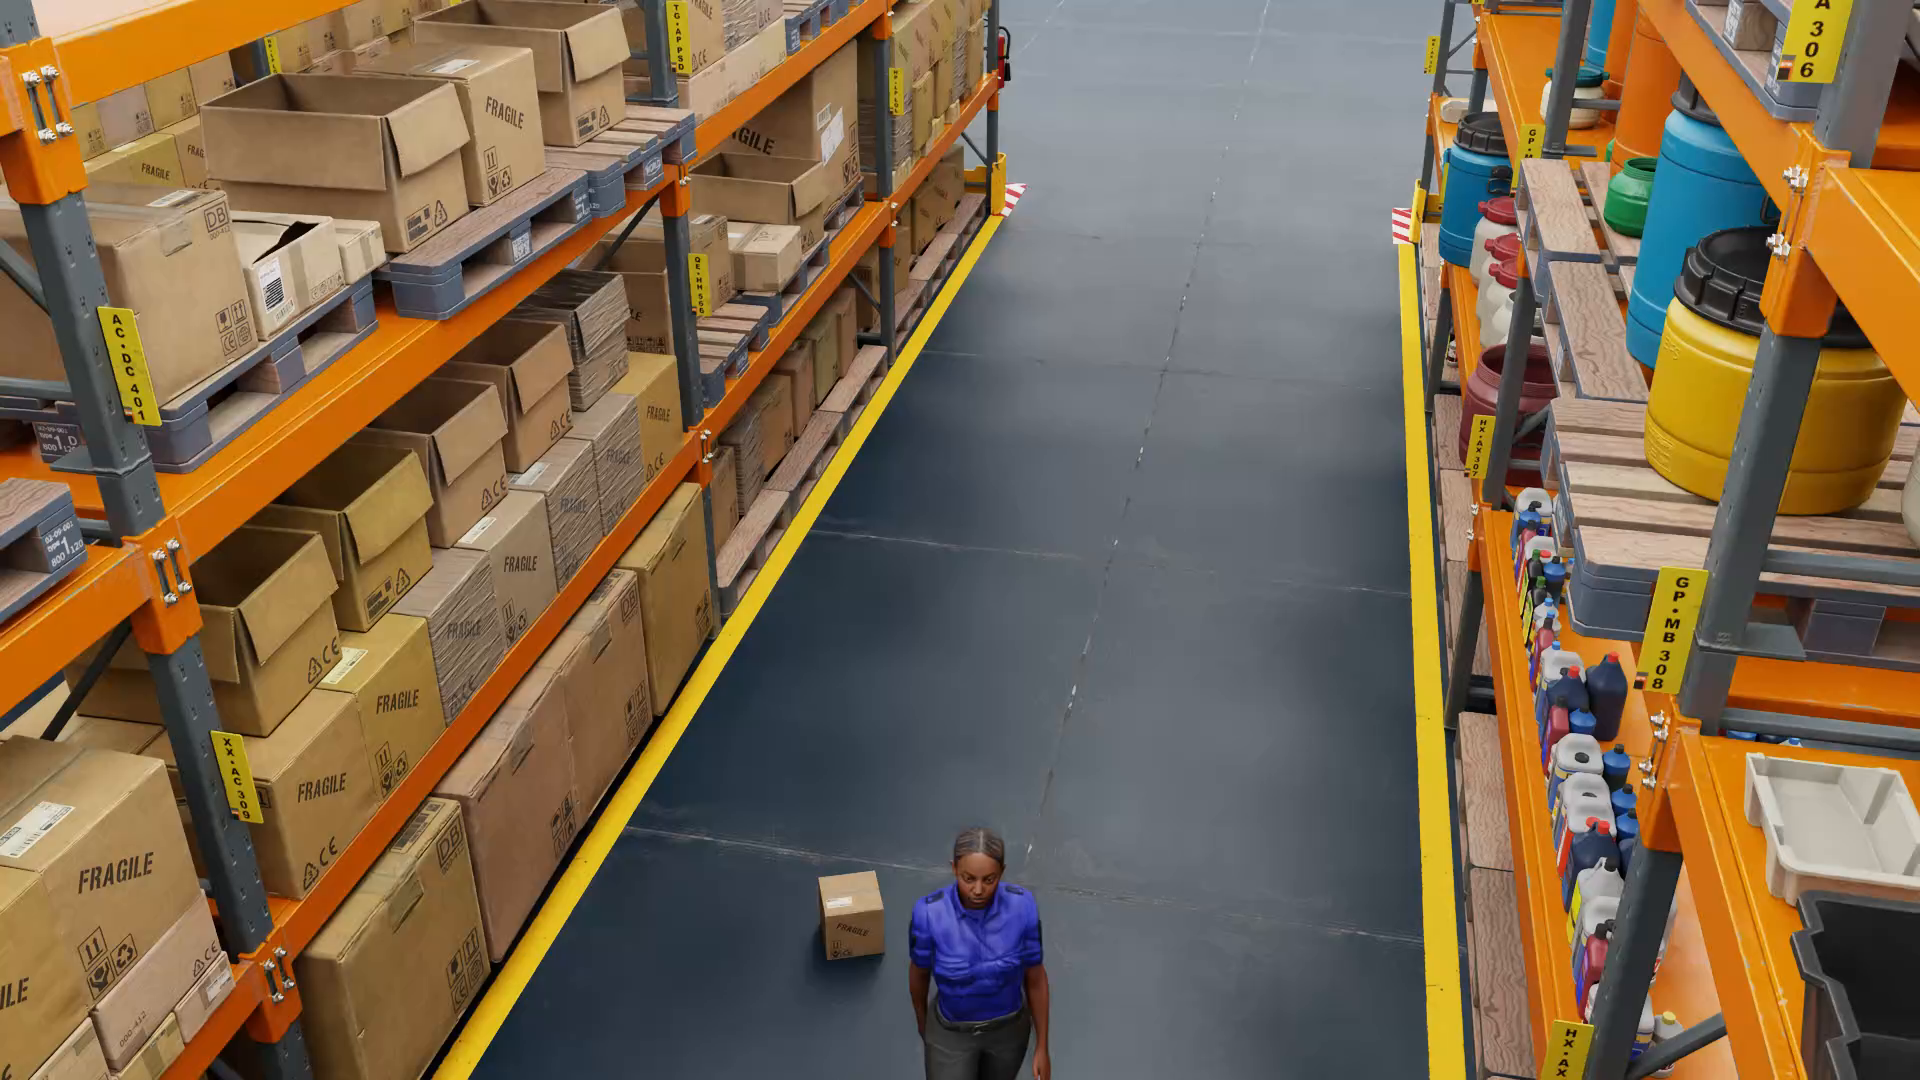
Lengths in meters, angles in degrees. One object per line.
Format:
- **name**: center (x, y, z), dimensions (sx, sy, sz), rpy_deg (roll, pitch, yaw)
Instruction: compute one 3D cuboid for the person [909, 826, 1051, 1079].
- **person**: center (0.076, 1.707, 5.569), dimensions (0.443, 1.716, 0.627), rpy_deg (-6, 30, -11)
